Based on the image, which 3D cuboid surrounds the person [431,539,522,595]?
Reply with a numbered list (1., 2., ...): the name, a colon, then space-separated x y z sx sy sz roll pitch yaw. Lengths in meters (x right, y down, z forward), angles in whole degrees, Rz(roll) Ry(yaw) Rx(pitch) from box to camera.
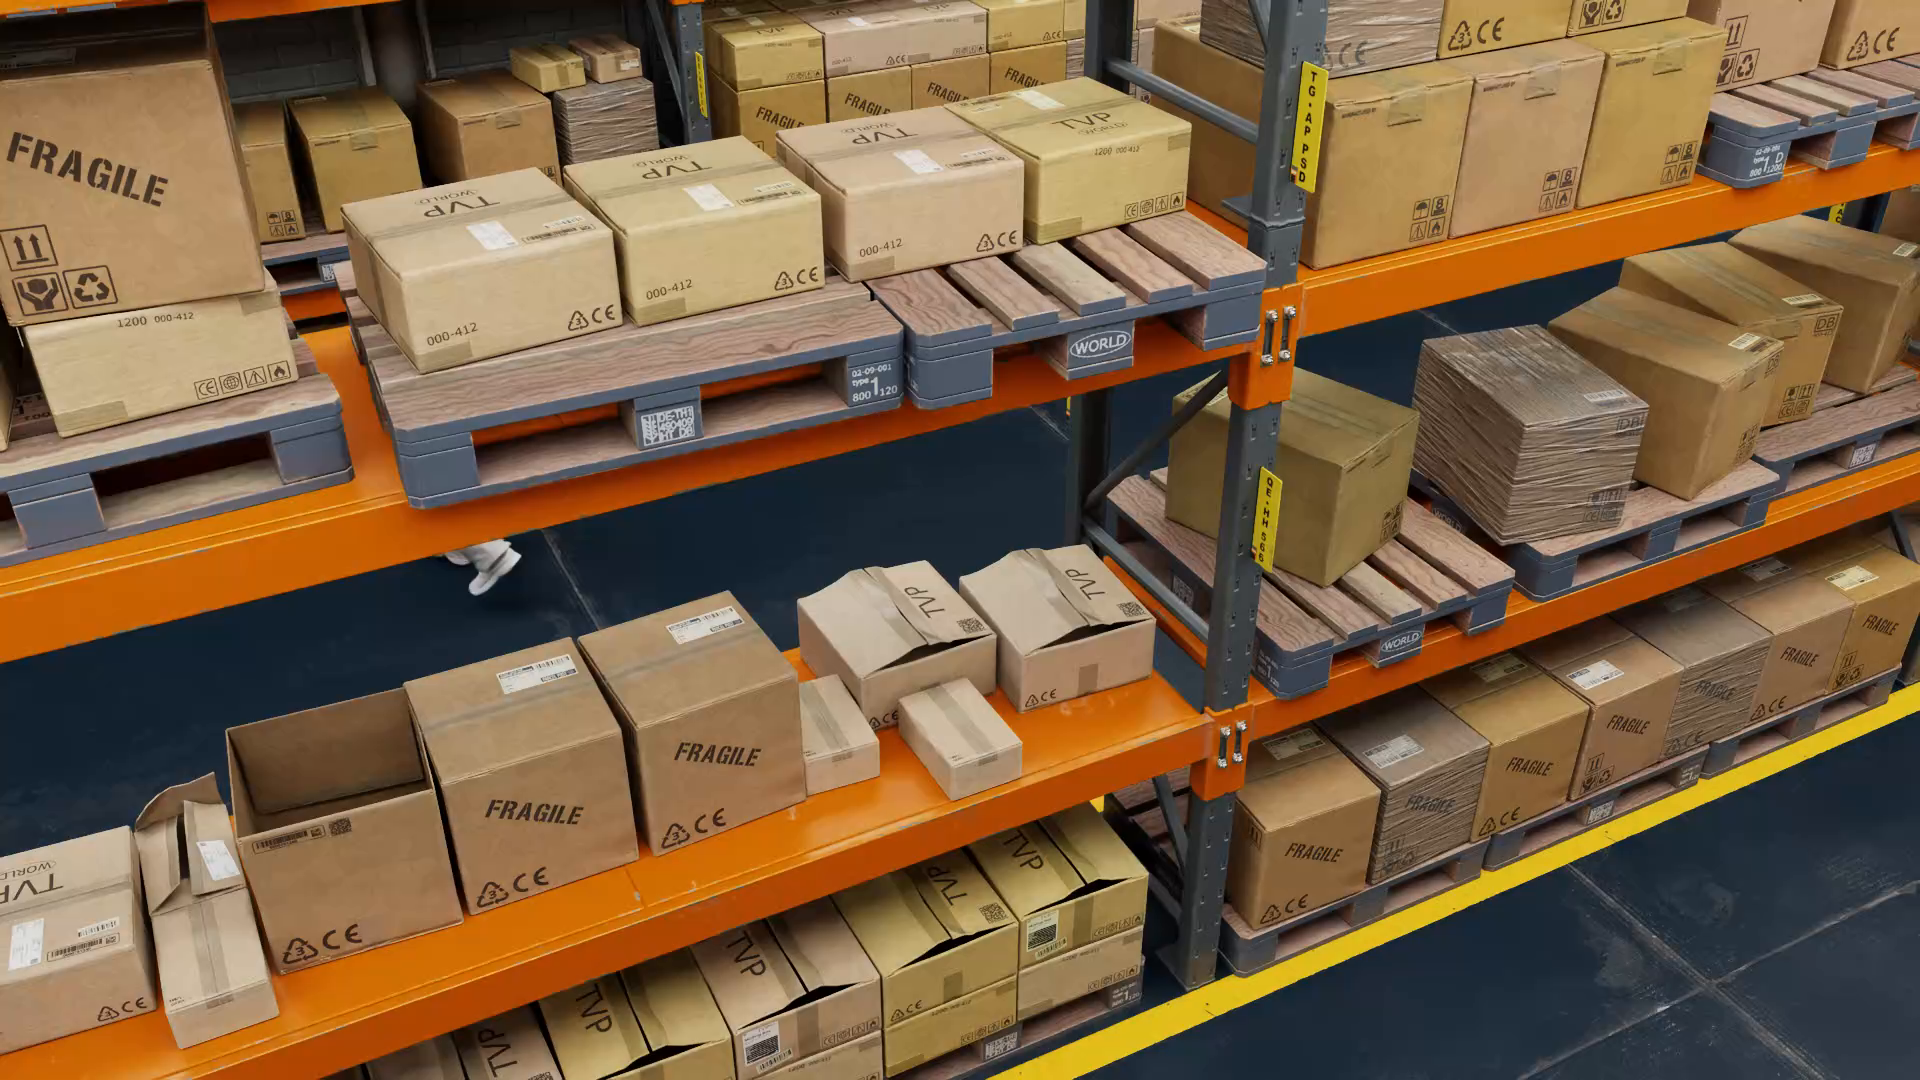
1. person: -2.493 -0.562 8.006 0.867 1.754 0.590 12 35 18
